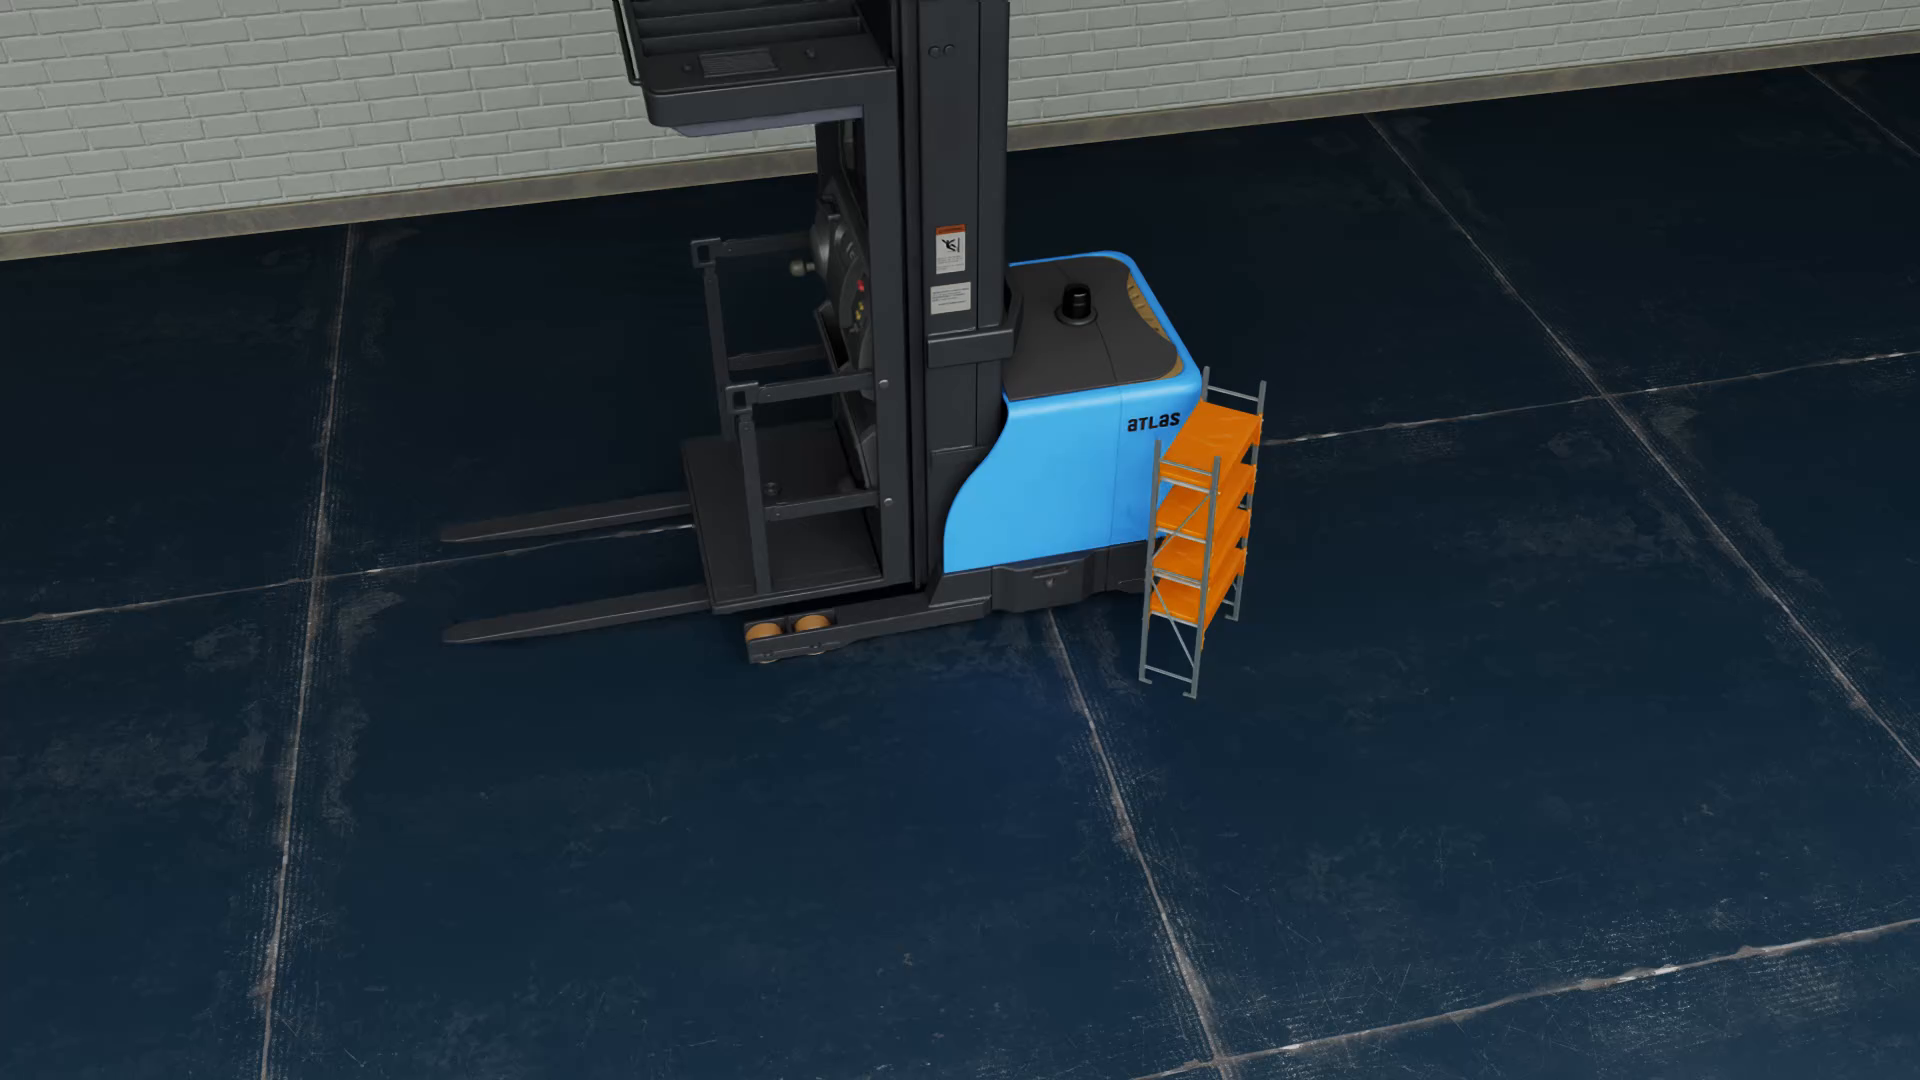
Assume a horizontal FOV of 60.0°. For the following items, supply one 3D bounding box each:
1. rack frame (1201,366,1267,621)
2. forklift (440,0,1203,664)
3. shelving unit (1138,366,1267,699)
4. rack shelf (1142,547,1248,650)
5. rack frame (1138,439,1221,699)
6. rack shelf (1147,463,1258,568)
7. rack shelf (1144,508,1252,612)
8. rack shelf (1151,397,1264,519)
[{"bbox_3d":[1.026,-0.155,6.516,0.240,1.200,0.015,17,44,21],"label":"rack frame"},{"bbox_3d":[-0.625,-0.988,6.156,3.031,2.935,1.130,-9,42,-10],"label":"forklift"},{"bbox_3d":[0.917,-0.010,6.353,0.258,1.200,0.503,17,44,21],"label":"shelving unit"},{"bbox_3d":[0.923,0.191,6.527,0.258,0.148,0.480,17,44,21],"label":"rack shelf"},{"bbox_3d":[0.807,0.135,6.189,0.240,1.200,0.015,17,44,21],"label":"rack frame"},{"bbox_3d":[0.913,-0.128,6.250,0.258,0.148,0.480,17,44,21],"label":"rack shelf"},{"bbox_3d":[0.918,0.041,6.397,0.258,0.148,0.480,17,44,21],"label":"rack shelf"},{"bbox_3d":[0.908,-0.307,6.095,0.258,0.148,0.480,17,44,21],"label":"rack shelf"}]
